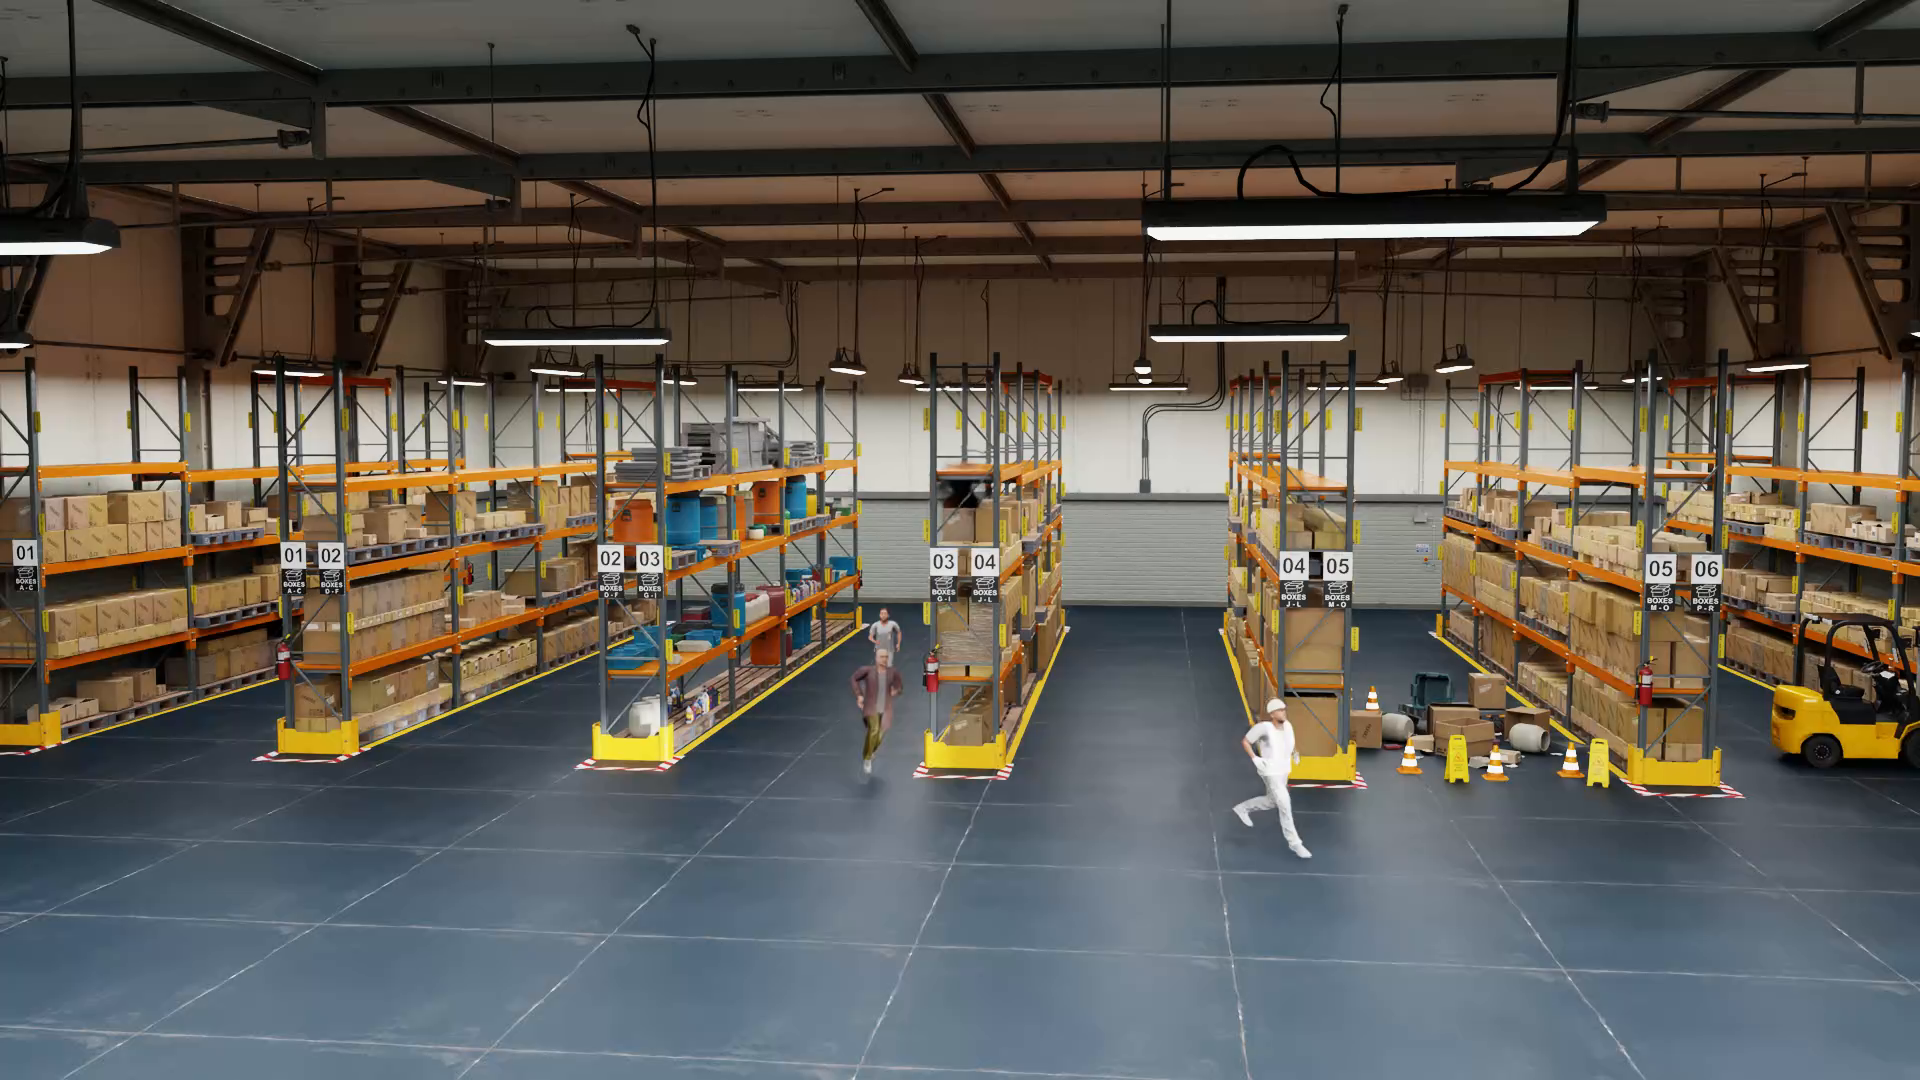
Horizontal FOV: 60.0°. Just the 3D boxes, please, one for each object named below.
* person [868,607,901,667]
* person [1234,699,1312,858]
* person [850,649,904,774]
[{"bbox_3d":[-1.353,2.047,29.936,0.583,1.696,0.856,0,4,0],"label":"person"},{"bbox_3d":[3.686,2.747,19.543,1.156,1.791,0.649,4,6,44],"label":"person"},{"bbox_3d":[-1.141,2.346,23.222,0.712,1.673,0.871,-1,4,-19],"label":"person"}]
